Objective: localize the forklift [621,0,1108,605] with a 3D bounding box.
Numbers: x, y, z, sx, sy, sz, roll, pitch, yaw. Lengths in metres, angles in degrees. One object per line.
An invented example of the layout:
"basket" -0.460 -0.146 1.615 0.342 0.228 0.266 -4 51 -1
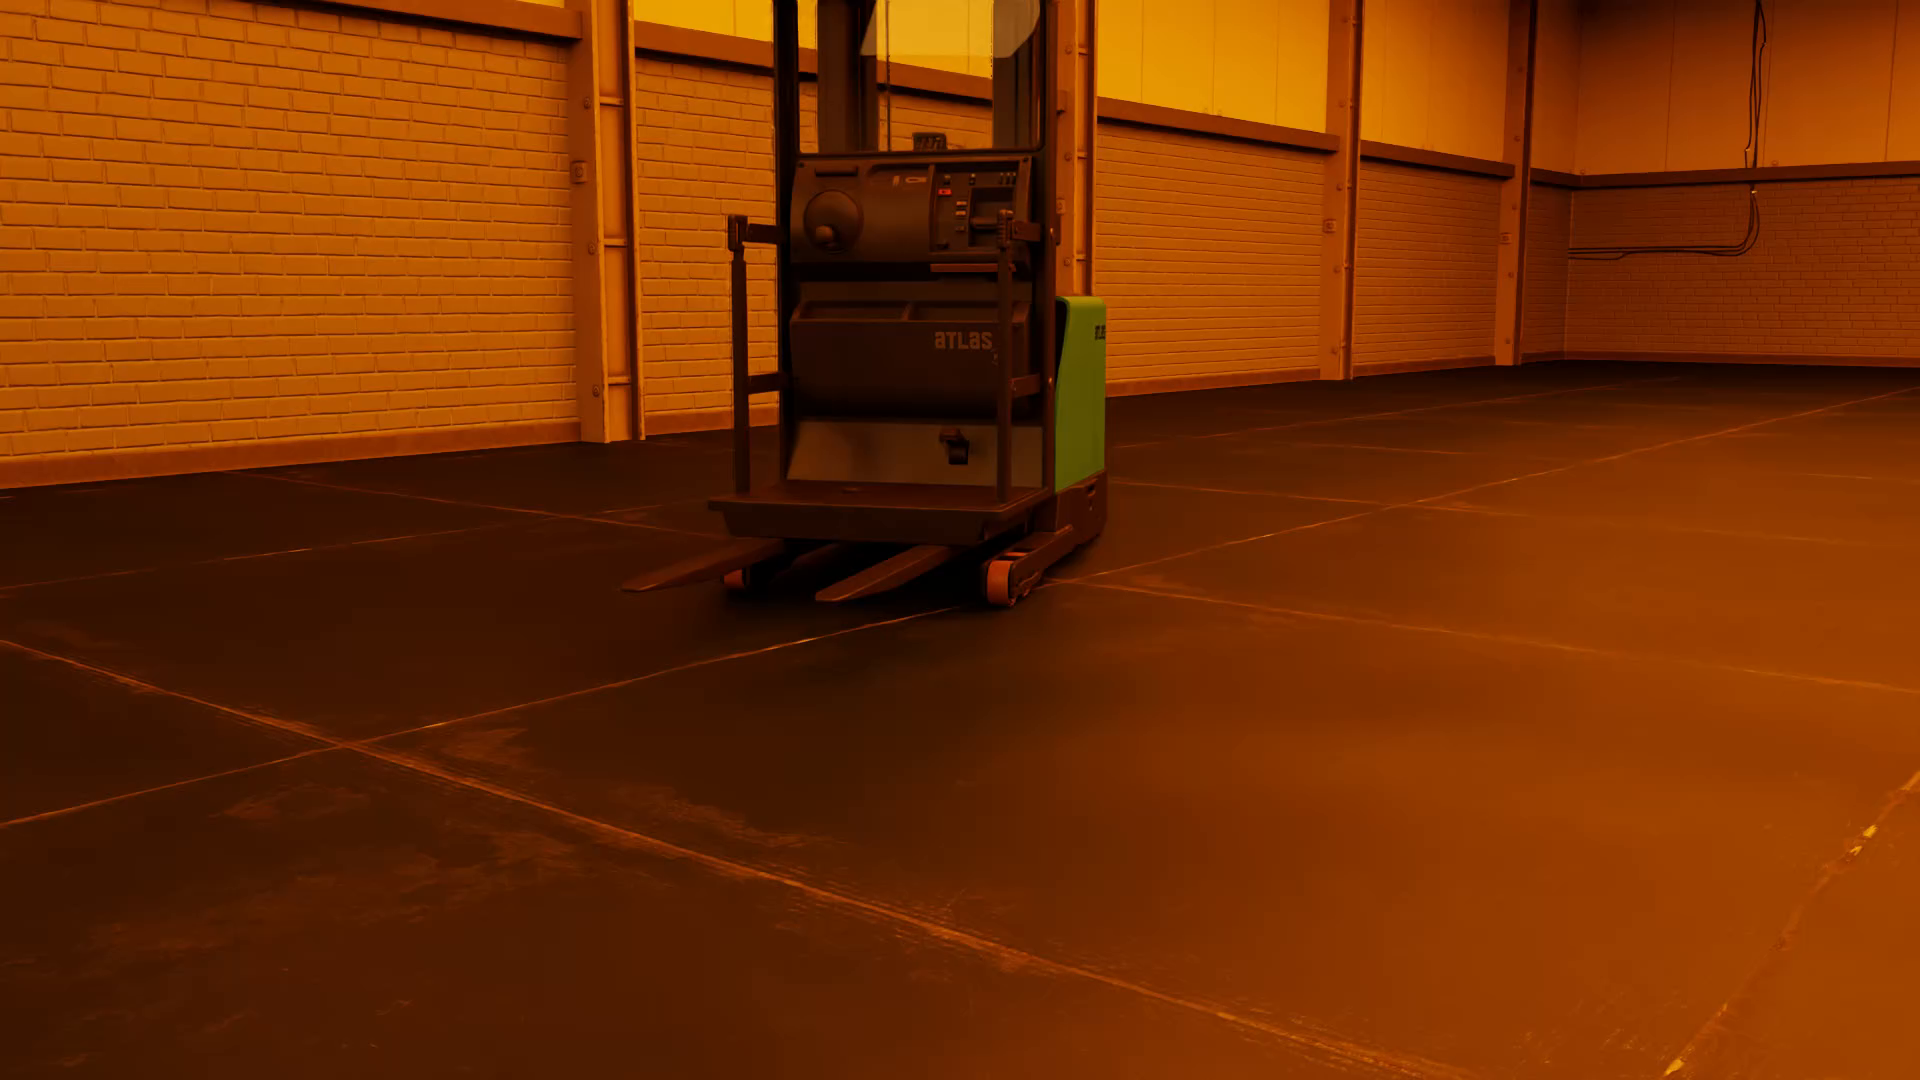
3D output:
"forklift" -0.247 -1.282 6.041 1.130 2.935 3.031 2 9 16
